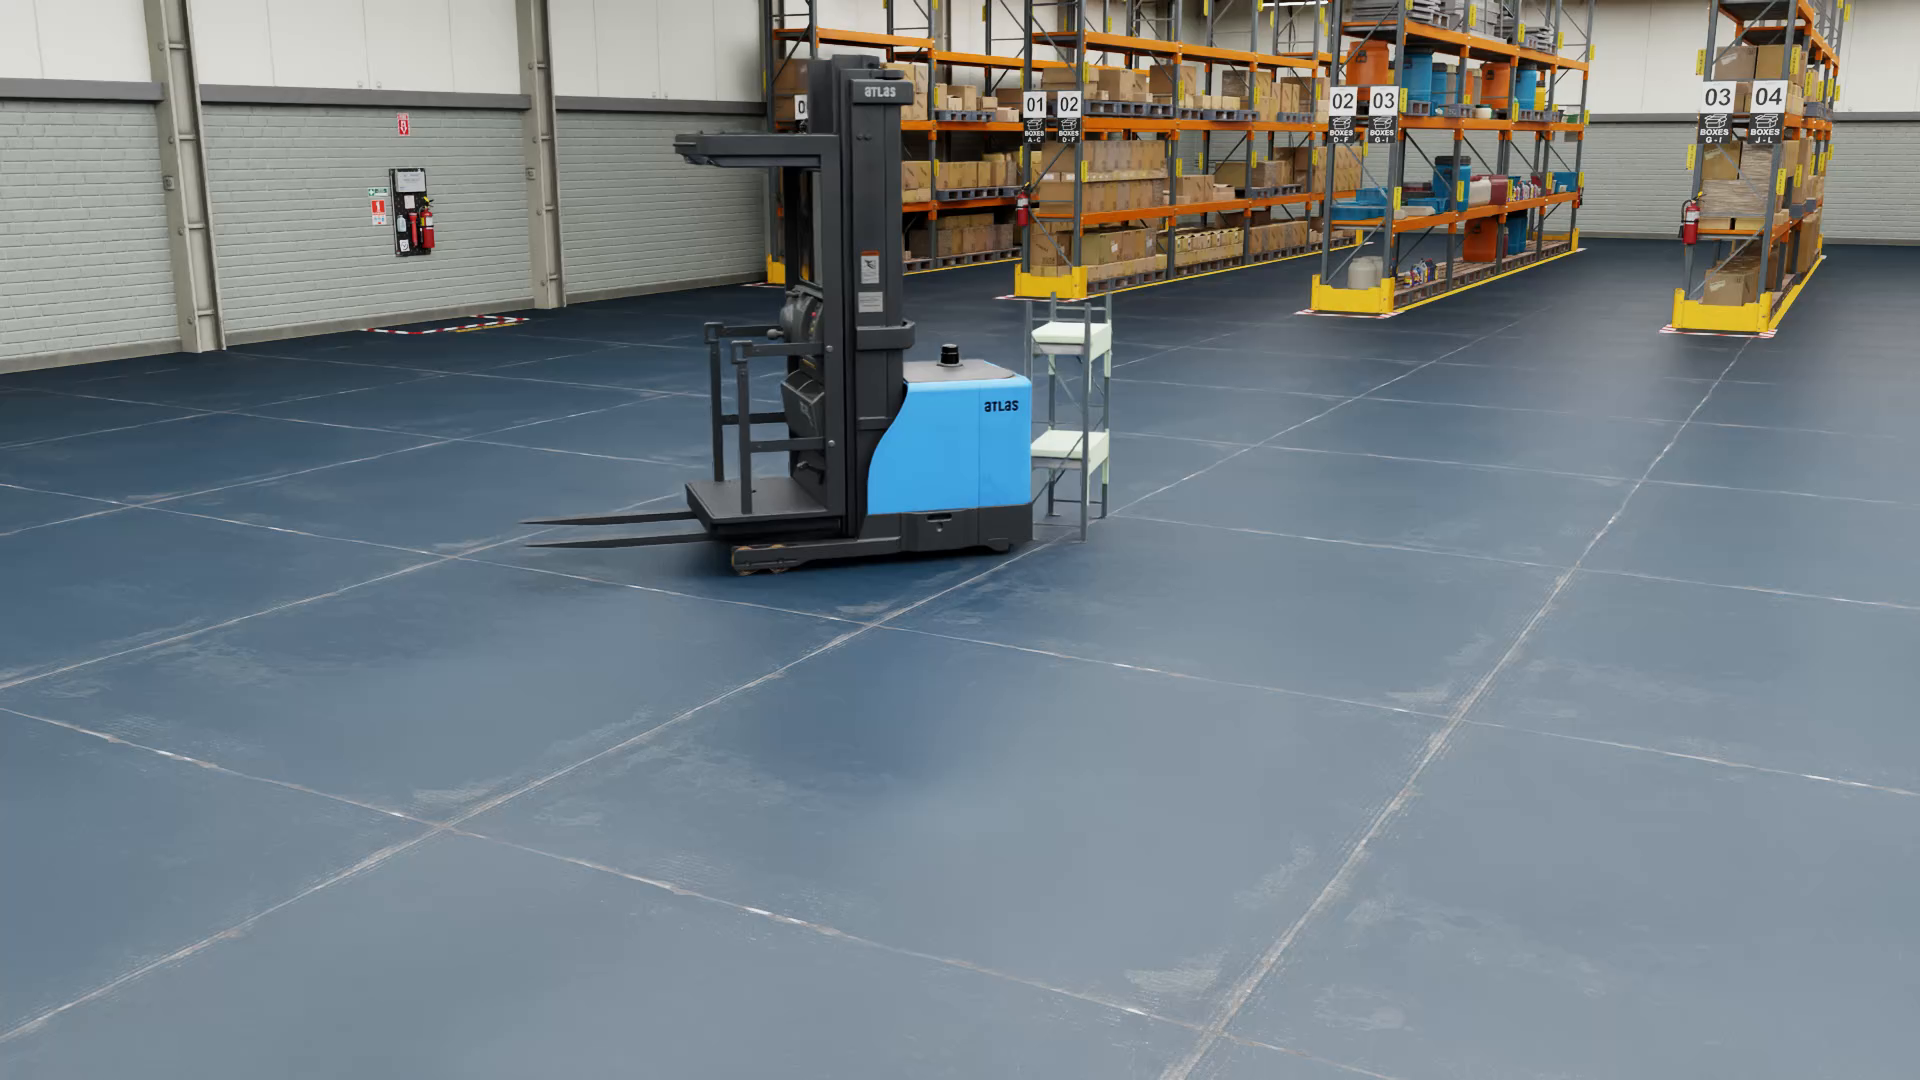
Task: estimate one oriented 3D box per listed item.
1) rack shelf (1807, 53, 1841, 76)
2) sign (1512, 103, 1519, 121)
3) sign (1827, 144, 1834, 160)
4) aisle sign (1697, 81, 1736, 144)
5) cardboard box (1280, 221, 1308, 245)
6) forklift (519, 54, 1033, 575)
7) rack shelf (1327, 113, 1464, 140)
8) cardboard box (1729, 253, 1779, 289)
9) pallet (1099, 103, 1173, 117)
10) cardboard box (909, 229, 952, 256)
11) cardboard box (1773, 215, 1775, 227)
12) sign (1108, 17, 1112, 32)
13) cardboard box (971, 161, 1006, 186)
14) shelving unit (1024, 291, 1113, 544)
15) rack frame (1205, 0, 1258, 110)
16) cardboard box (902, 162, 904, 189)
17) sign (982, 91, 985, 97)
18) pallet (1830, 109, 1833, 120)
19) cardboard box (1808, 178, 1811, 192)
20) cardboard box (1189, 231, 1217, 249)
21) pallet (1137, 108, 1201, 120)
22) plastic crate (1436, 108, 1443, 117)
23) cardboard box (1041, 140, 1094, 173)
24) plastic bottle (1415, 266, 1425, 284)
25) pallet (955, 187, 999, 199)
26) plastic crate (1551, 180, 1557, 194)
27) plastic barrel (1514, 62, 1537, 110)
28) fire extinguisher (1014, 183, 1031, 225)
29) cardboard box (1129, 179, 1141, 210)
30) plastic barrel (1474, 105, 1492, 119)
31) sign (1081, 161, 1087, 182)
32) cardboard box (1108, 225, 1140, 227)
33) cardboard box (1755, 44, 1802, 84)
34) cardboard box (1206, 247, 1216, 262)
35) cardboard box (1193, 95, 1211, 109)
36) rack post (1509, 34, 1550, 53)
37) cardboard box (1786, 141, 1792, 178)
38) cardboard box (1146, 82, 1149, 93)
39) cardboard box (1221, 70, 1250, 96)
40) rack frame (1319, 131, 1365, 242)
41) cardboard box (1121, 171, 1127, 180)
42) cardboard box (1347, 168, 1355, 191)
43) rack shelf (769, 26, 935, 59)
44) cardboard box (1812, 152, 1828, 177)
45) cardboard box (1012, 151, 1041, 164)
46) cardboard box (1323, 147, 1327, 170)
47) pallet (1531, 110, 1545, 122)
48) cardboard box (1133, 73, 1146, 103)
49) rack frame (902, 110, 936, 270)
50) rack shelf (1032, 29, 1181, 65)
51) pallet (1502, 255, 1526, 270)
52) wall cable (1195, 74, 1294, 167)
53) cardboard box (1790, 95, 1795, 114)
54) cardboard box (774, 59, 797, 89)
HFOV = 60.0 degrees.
[{"bbox_3d":[16.908,-9.519,33.207,1.077,0.370,4.000,7,15,28],"label":"rack shelf"},{"bbox_3d":[10.157,-7.824,30.409,0.100,0.325,0.005,7,15,28],"label":"sign"},{"bbox_3d":[18.343,-8.171,35.050,0.100,0.325,0.005,7,15,28],"label":"sign"},{"bbox_3d":[9.848,-5.560,21.648,0.394,0.787,0.004,7,15,28],"label":"aisle sign"},{"bbox_3d":[7.284,-6.725,36.422,0.500,0.500,0.500,7,15,28],"label":"cardboard box"},{"bbox_3d":[-1.128,-1.357,9.908,3.031,2.935,1.130,-4,14,-17],"label":"forklift"},{"bbox_3d":[6.771,-6.355,25.627,1.077,0.370,4.000,7,15,28],"label":"rack shelf"},{"bbox_3d":[12.390,-4.218,26.022,0.700,0.500,0.500,6,15,24],"label":"cardboard box"},{"bbox_3d":[3.014,-7.456,28.848,1.003,0.211,1.213,7,15,28],"label":"pallet"},{"bbox_3d":[-0.593,-5.931,33.128,0.700,0.500,0.500,8,16,30],"label":"cardboard box"},{"bbox_3d":[10.988,-4.387,22.866,0.380,0.149,0.250,7,15,28],"label":"cardboard box"},{"bbox_3d":[3.414,-11.770,37.994,0.100,0.325,0.005,7,15,28],"label":"sign"},{"bbox_3d":[0.534,-7.647,34.700,0.700,0.500,0.500,6,15,23],"label":"cardboard box"},{"bbox_3d":[0.695,-0.804,10.667,0.431,1.500,0.755,4,14,14],"label":"shelving unit"},{"bbox_3d":[5.338,-9.956,32.628,1.000,3.000,0.127,7,15,28],"label":"rack frame"},{"bbox_3d":[-1.381,-6.743,30.781,0.500,0.500,0.500,7,15,26],"label":"cardboard box"},{"bbox_3d":[0.518,-9.412,35.503,0.100,0.325,0.005,7,15,28],"label":"sign"},{"bbox_3d":[17.526,-8.819,34.503,1.003,0.211,1.213,7,15,28],"label":"pallet"},{"bbox_3d":[14.728,-6.140,29.387,0.500,0.500,0.500,7,15,27],"label":"cardboard box"},{"bbox_3d":[4.564,-5.731,31.678,0.500,0.311,0.500,8,16,30],"label":"cardboard box"},{"bbox_3d":[3.819,-7.766,30.355,0.805,0.209,1.217,7,15,26],"label":"pallet"},{"bbox_3d":[7.316,-6.611,25.720,0.243,0.136,0.396,7,15,28],"label":"plastic crate"},{"bbox_3d":[1.733,-6.182,26.796,0.700,0.500,0.500,7,15,28],"label":"cardboard box"},{"bbox_3d":[7.348,-4.243,26.606,0.152,0.276,0.135,8,16,29],"label":"plastic bottle"},{"bbox_3d":[0.078,-7.096,33.975,1.003,0.211,1.213,7,15,28],"label":"pallet"},{"bbox_3d":[12.505,-7.562,35.624,0.437,0.282,0.530,7,15,28],"label":"plastic crate"},{"bbox_3d":[10.914,-8.836,32.421,0.600,0.901,0.708,7,15,28],"label":"plastic barrel"},{"bbox_3d":[1.006,-5.389,26.650,0.296,0.674,0.183,7,15,28],"label":"fire extinguisher"},{"bbox_3d":[2.700,-5.964,28.658,0.700,0.500,0.500,8,16,29],"label":"cardboard box"},{"bbox_3d":[9.261,-7.581,29.473,0.301,0.262,0.301,0,14,0],"label":"plastic barrel"},{"bbox_3d":[1.953,-5.793,26.147,0.100,0.325,0.005,7,15,28],"label":"sign"},{"bbox_3d":[2.906,-5.391,29.865,0.500,0.500,0.500,7,15,28],"label":"cardboard box"},{"bbox_3d":[11.094,-6.443,22.544,0.500,0.500,0.500,7,15,28],"label":"cardboard box"},{"bbox_3d":[4.559,-5.456,31.736,0.500,0.250,0.500,8,16,29],"label":"cardboard box"},{"bbox_3d":[4.382,-8.193,31.143,0.500,0.250,0.500,6,15,23],"label":"cardboard box"},{"bbox_3d":[10.738,-9.542,31.978,0.937,0.300,0.954,9,16,34],"label":"rack post"},{"bbox_3d":[11.133,-5.240,22.889,0.500,0.500,0.500,7,15,28],"label":"cardboard box"},{"bbox_3d":[4.255,-10.853,40.362,0.500,0.500,0.500,7,15,26],"label":"cardboard box"},{"bbox_3d":[5.554,-9.121,33.219,0.500,0.500,0.500,7,15,28],"label":"cardboard box"},{"bbox_3d":[9.205,-8.680,40.139,1.000,3.000,0.127,7,15,28],"label":"rack frame"},{"bbox_3d":[2.592,-6.133,27.976,0.380,0.149,0.250,8,15,29],"label":"cardboard box"},{"bbox_3d":[8.979,-8.500,39.176,0.500,0.500,0.500,8,15,29],"label":"cardboard box"},{"bbox_3d":[-1.901,-8.934,29.932,1.077,0.370,4.000,7,15,28],"label":"rack shelf"},{"bbox_3d":[17.870,-7.864,34.837,0.500,0.500,0.500,8,16,29],"label":"cardboard box"},{"bbox_3d":[1.459,-8.237,35.809,0.500,0.250,0.500,8,16,29],"label":"cardboard box"},{"bbox_3d":[7.994,-8.565,37.315,0.500,0.500,0.500,7,15,26],"label":"cardboard box"},{"bbox_3d":[10.766,-8.259,32.395,1.003,0.211,1.213,7,15,28],"label":"pallet"},{"bbox_3d":[2.930,-7.924,29.194,0.500,0.500,0.500,9,16,33],"label":"cardboard box"},{"bbox_3d":[-0.934,-6.779,32.252,1.000,3.000,0.127,7,15,28],"label":"rack frame"},{"bbox_3d":[2.437,-8.180,27.653,1.077,0.370,4.000,7,15,28],"label":"rack shelf"},{"bbox_3d":[10.607,-5.537,33.052,1.003,0.211,1.213,7,15,28],"label":"pallet"},{"bbox_3d":[7.914,-11.768,46.770,3.097,2.526,0.112,7,15,28],"label":"wall cable"},{"bbox_3d":[11.086,-5.937,22.681,0.500,0.250,0.500,7,15,28],"label":"cardboard box"},{"bbox_3d":[-2.888,-8.079,28.855,0.500,0.500,0.500,8,16,31],"label":"cardboard box"}]
